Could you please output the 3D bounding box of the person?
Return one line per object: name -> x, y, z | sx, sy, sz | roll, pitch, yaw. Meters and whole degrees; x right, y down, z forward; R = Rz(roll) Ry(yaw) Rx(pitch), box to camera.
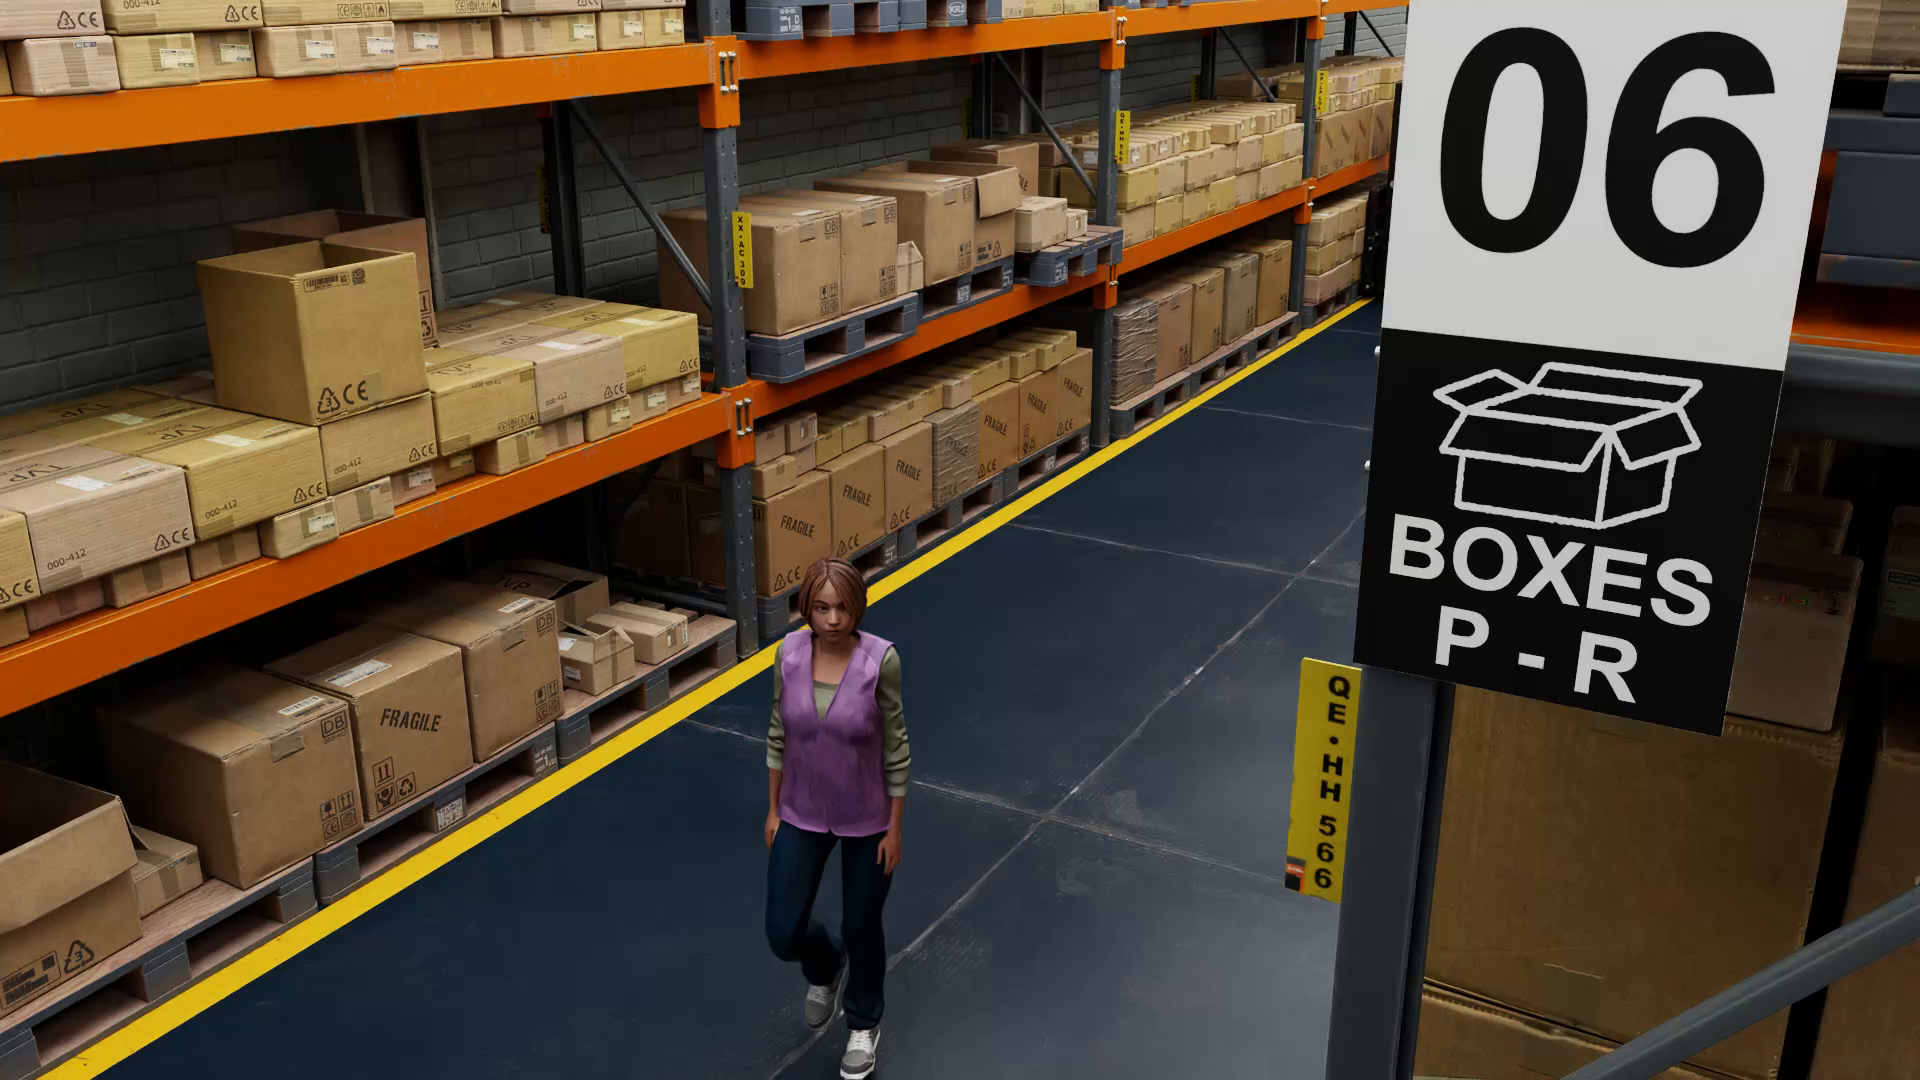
person -> -0.354, 0.809, 4.757 | 0.436, 1.596, 0.432 | 2, 20, 6
